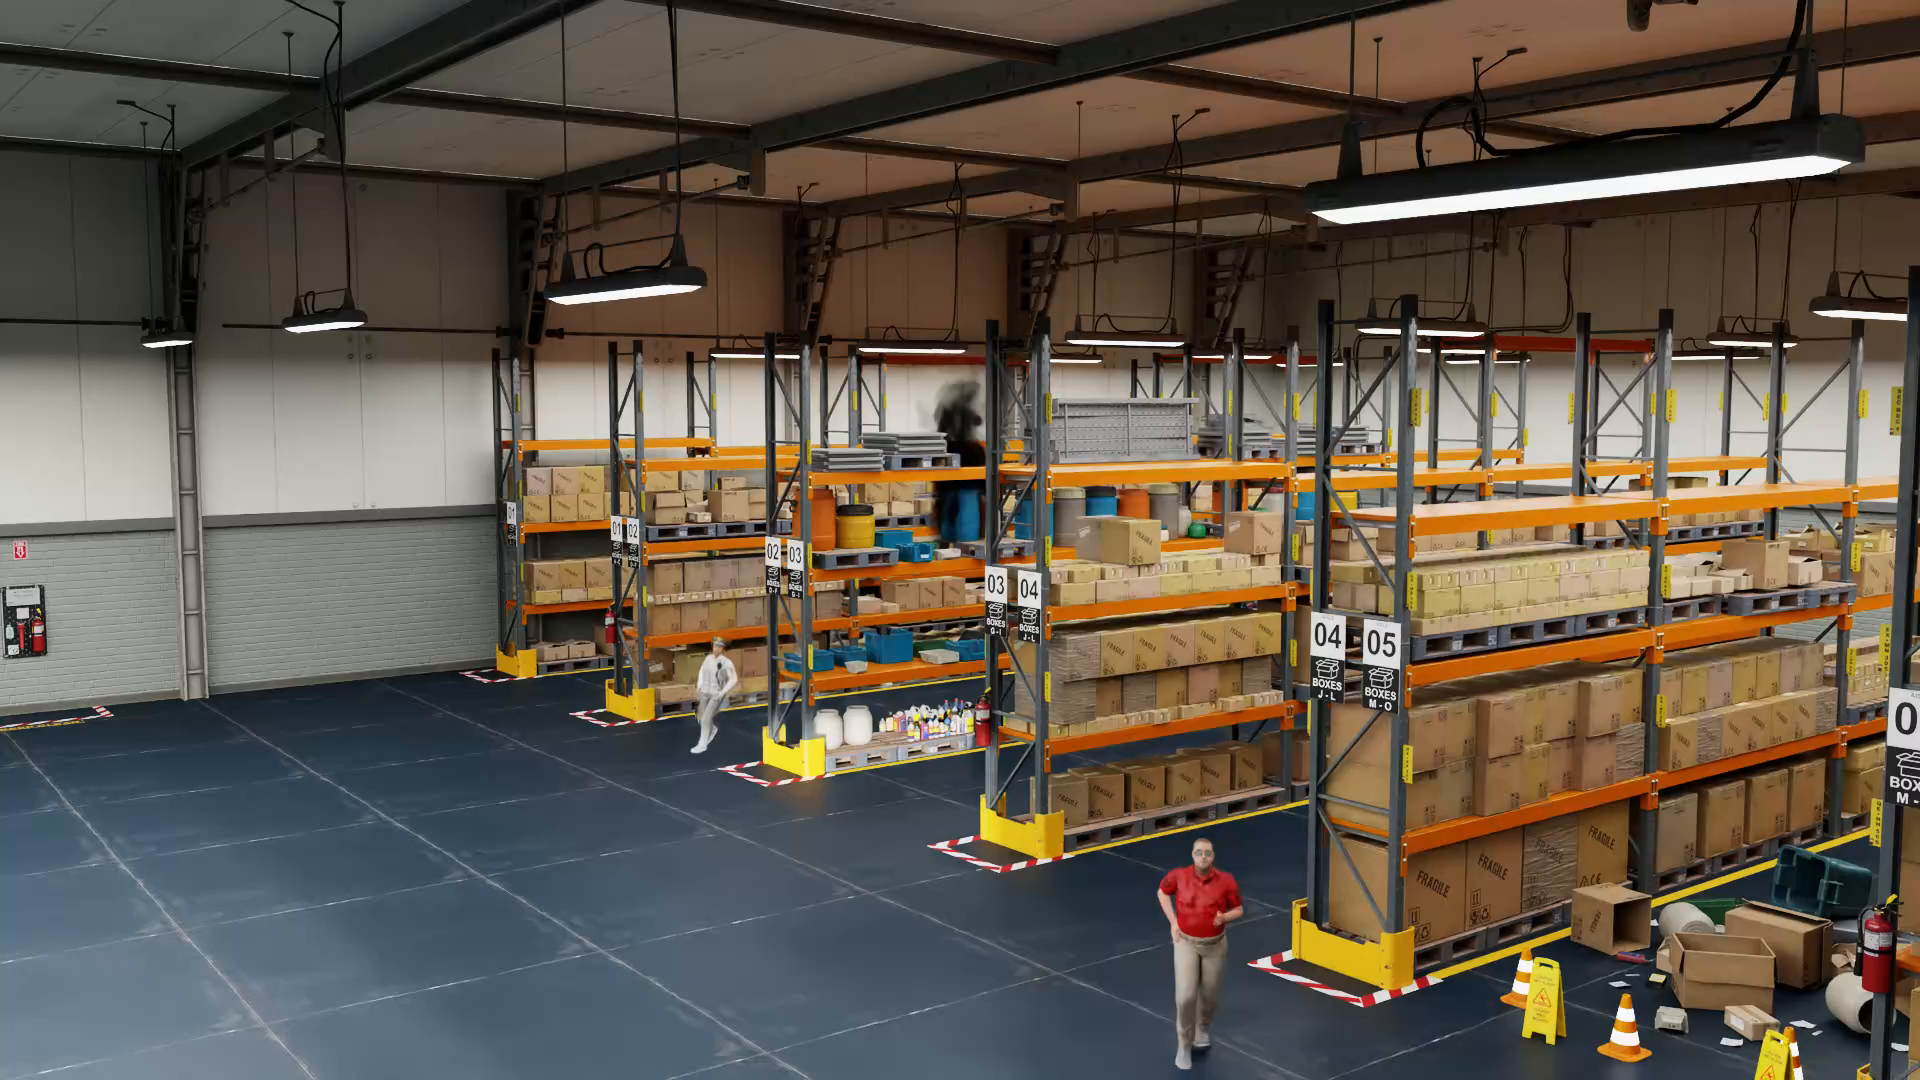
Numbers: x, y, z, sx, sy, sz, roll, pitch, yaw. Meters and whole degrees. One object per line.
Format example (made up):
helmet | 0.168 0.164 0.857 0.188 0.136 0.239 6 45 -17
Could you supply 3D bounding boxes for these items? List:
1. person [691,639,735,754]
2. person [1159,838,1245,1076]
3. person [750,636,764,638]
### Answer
person | -3.465 2.199 23.489 0.666 1.636 0.564 2 5 23
person | 1.865 3.194 12.851 0.652 1.793 0.715 0 5 5
person | -3.599 1.643 29.872 0.647 1.846 0.784 5 7 44
